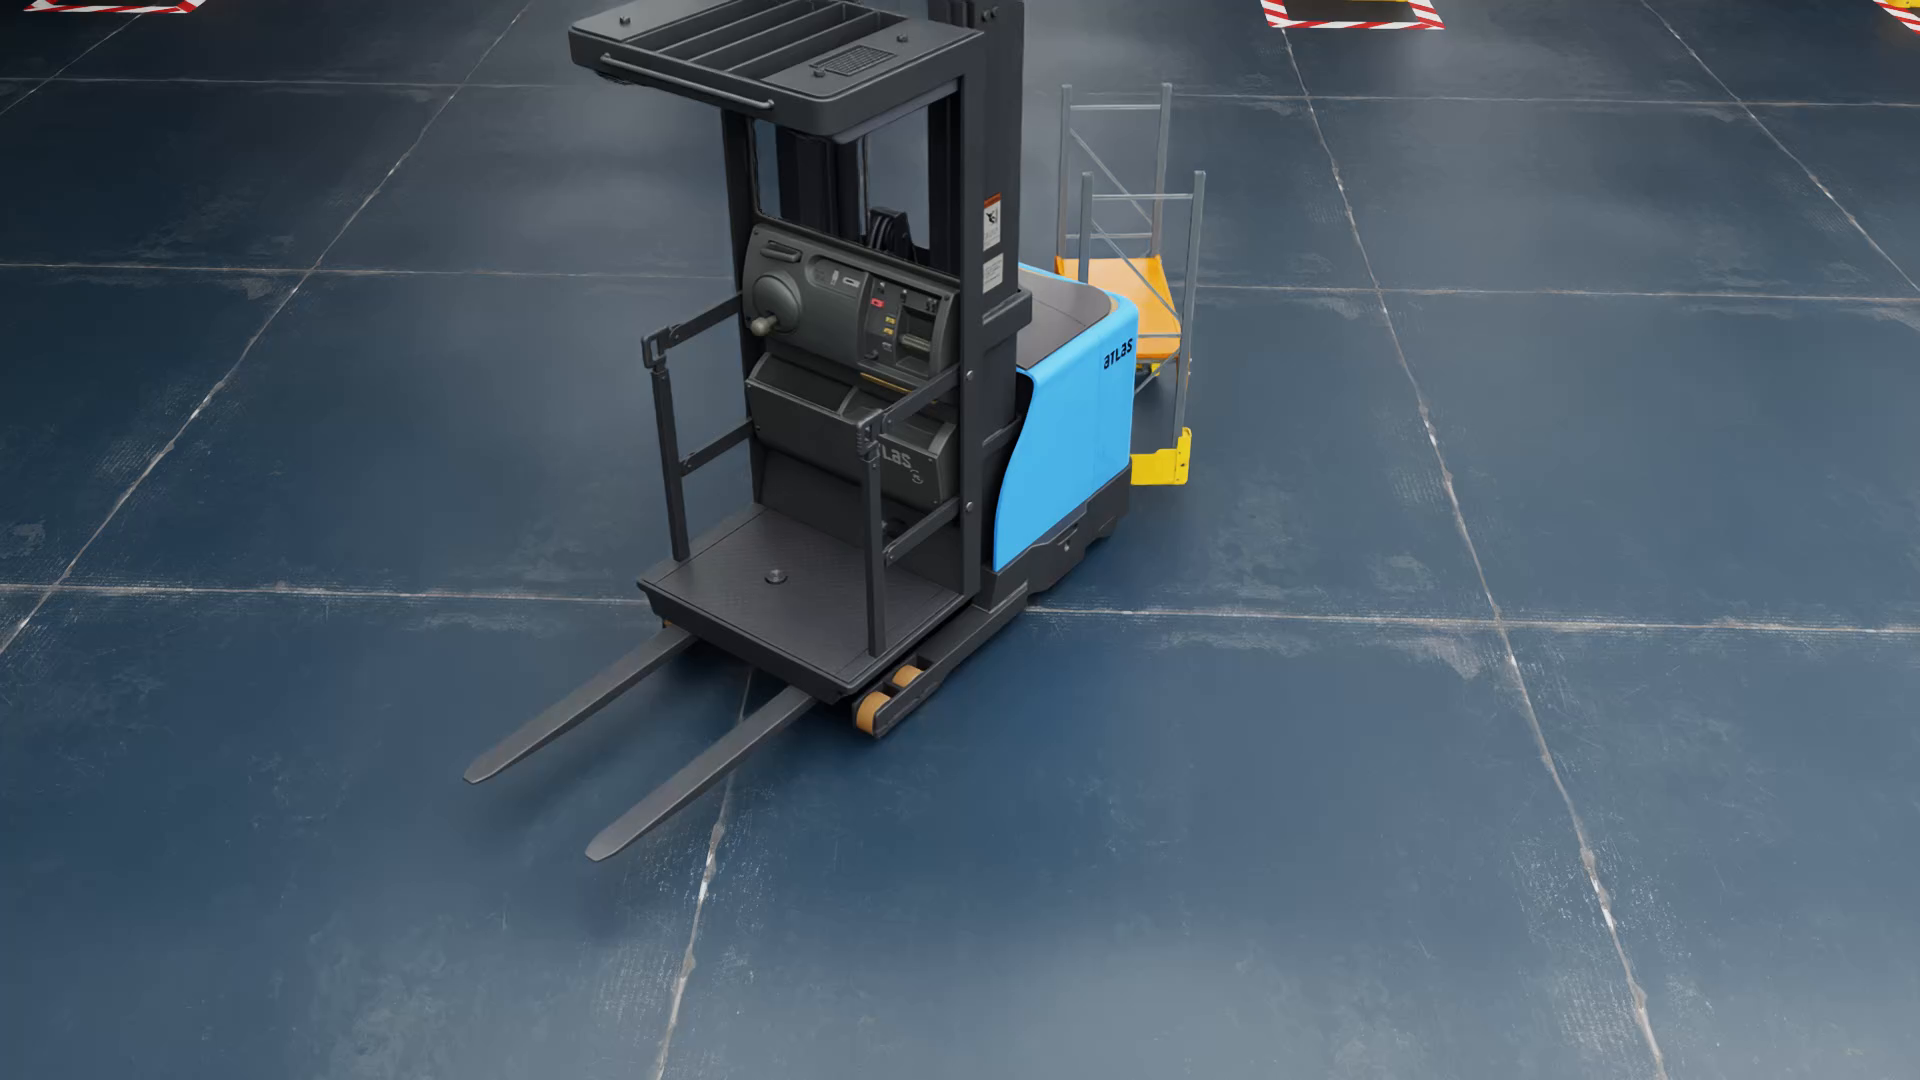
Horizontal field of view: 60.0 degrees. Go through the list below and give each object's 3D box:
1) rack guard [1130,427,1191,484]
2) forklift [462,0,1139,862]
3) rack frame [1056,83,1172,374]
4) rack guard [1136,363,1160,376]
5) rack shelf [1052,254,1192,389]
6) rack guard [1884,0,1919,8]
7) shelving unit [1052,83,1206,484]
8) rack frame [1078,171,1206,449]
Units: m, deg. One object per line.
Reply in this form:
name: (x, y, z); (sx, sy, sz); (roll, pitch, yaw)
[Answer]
rack guard: (0.749, -0.379, 7.573); (0.587, 0.250, 0.087); (-1, 35, -1)
forklift: (-0.538, -0.786, 5.820); (1.130, 2.935, 3.031); (23, 41, 29)
rack frame: (0.717, -1.464, 8.029); (0.500, 1.500, 0.032); (-1, 35, -1)
rack guard: (0.717, -0.952, 8.387); (0.587, 0.250, 0.087); (-1, 35, -1)
rack shelf: (0.733, -1.025, 7.716); (0.538, 0.185, 1.000); (-1, 35, -1)
rack guard: (8.069, -4.556, 13.298); (1.175, 0.500, 0.348); (1, 35, 2)
shelving unit: (0.733, -1.177, 7.620); (0.587, 1.500, 1.083); (-1, 35, -1)
rack frame: (0.749, -0.880, 7.197); (0.500, 1.500, 0.032); (-1, 35, -1)
